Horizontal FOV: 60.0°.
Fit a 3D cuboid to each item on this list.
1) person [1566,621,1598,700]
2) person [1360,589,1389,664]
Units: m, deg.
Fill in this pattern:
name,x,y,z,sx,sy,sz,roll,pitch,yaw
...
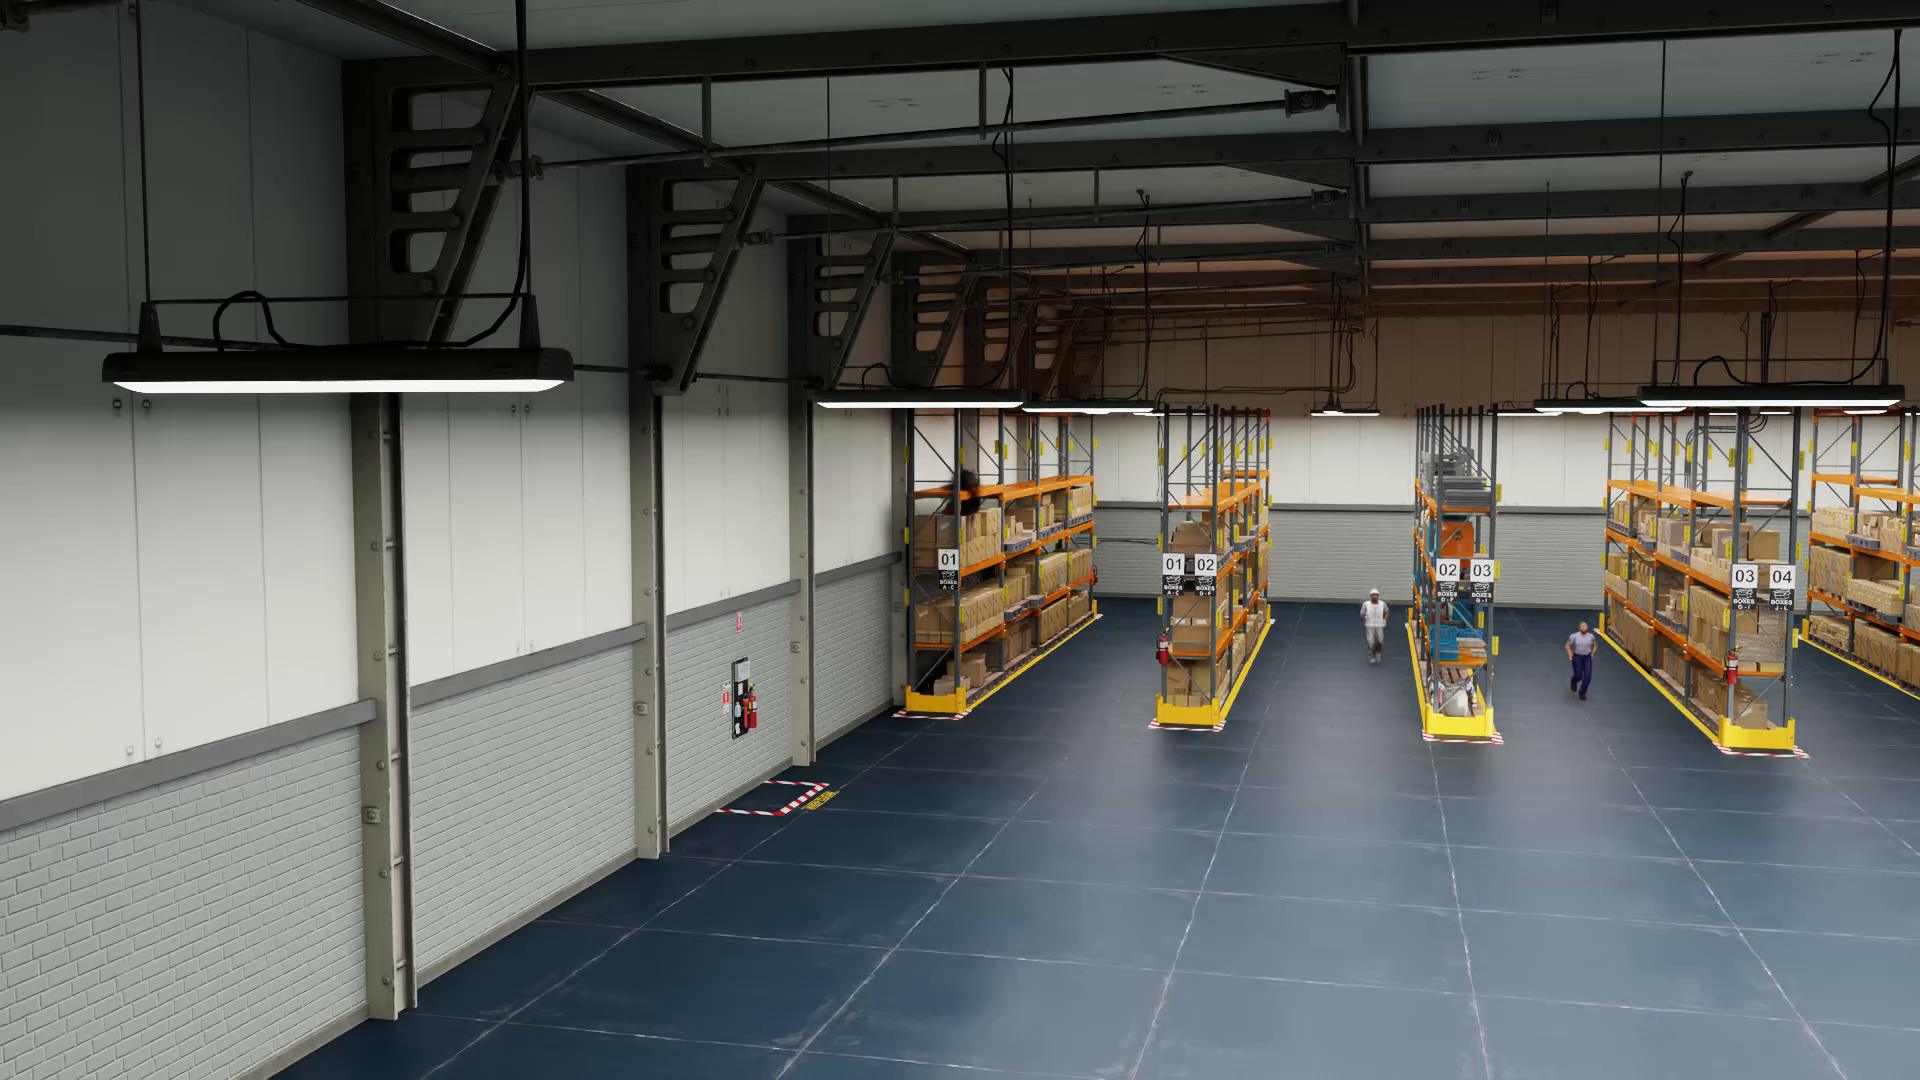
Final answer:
name,x,y,z,sx,sy,sz,roll,pitch,yaw
person,12.732,2.460,34.029,0.616,1.606,0.550,1,4,8
person,9.651,2.022,38.674,0.666,1.739,0.608,1,4,10
